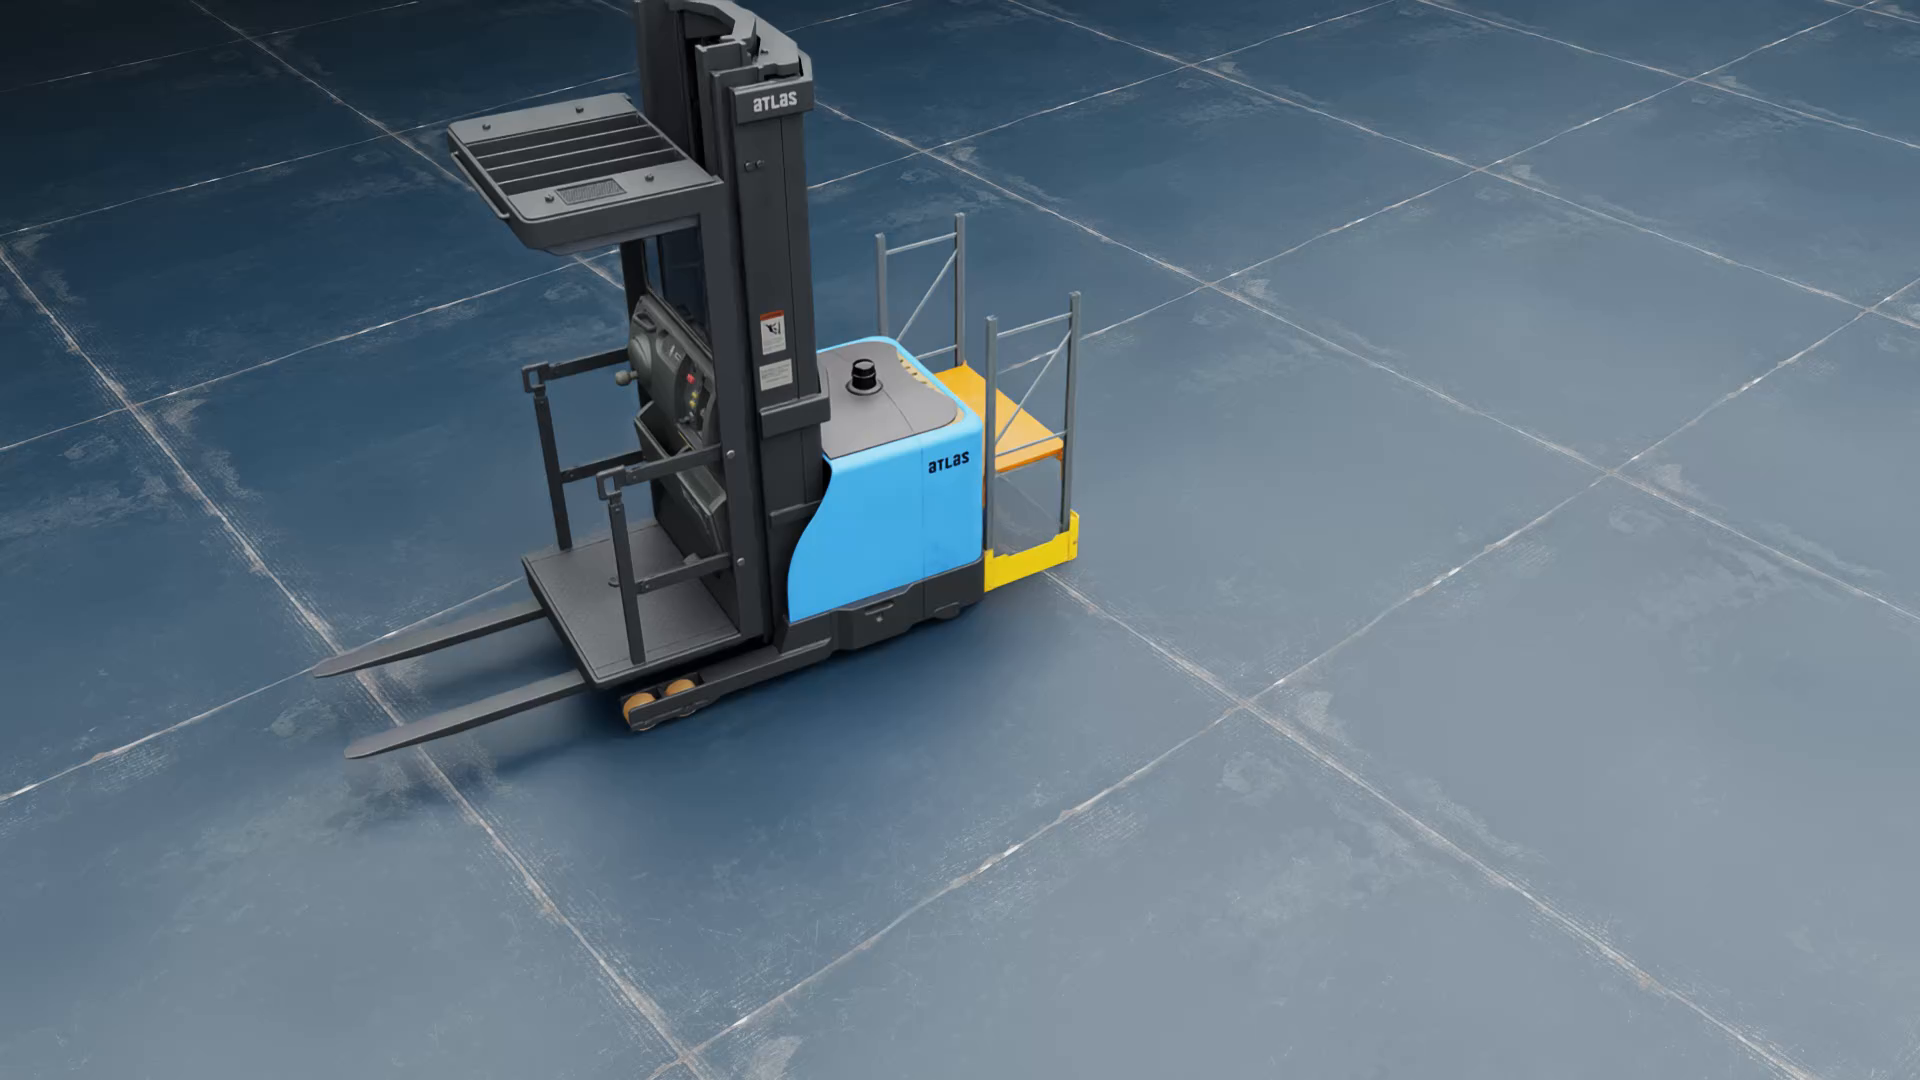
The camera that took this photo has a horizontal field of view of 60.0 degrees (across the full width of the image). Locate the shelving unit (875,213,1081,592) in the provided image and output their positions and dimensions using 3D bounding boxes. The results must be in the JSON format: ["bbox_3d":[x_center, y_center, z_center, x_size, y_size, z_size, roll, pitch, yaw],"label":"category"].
[{"bbox_3d":[0.074,-0.701,8.343,0.587,1.500,1.083,-20,40,-25],"label":"shelving unit"}]

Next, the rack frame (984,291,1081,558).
[{"bbox_3d":[0.336,-0.456,7.997,0.500,1.500,0.032,-20,40,-25],"label":"rack frame"}]

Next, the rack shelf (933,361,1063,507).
[{"bbox_3d":[0.069,-0.559,8.454,0.538,0.185,1.000,-20,40,-25],"label":"rack shelf"}]

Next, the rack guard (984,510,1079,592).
[{"bbox_3d":[0.336,0.054,8.359,0.587,0.250,0.087,-20,40,-25],"label":"rack guard"}]

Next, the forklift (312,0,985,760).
[{"bbox_3d":[-1.419,-0.693,7.094,3.031,2.935,1.130,-18,39,-24],"label":"forklift"}]

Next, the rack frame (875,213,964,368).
[{"bbox_3d":[-0.198,-0.956,8.703,0.500,1.500,0.032,-20,40,-25],"label":"rack frame"}]
